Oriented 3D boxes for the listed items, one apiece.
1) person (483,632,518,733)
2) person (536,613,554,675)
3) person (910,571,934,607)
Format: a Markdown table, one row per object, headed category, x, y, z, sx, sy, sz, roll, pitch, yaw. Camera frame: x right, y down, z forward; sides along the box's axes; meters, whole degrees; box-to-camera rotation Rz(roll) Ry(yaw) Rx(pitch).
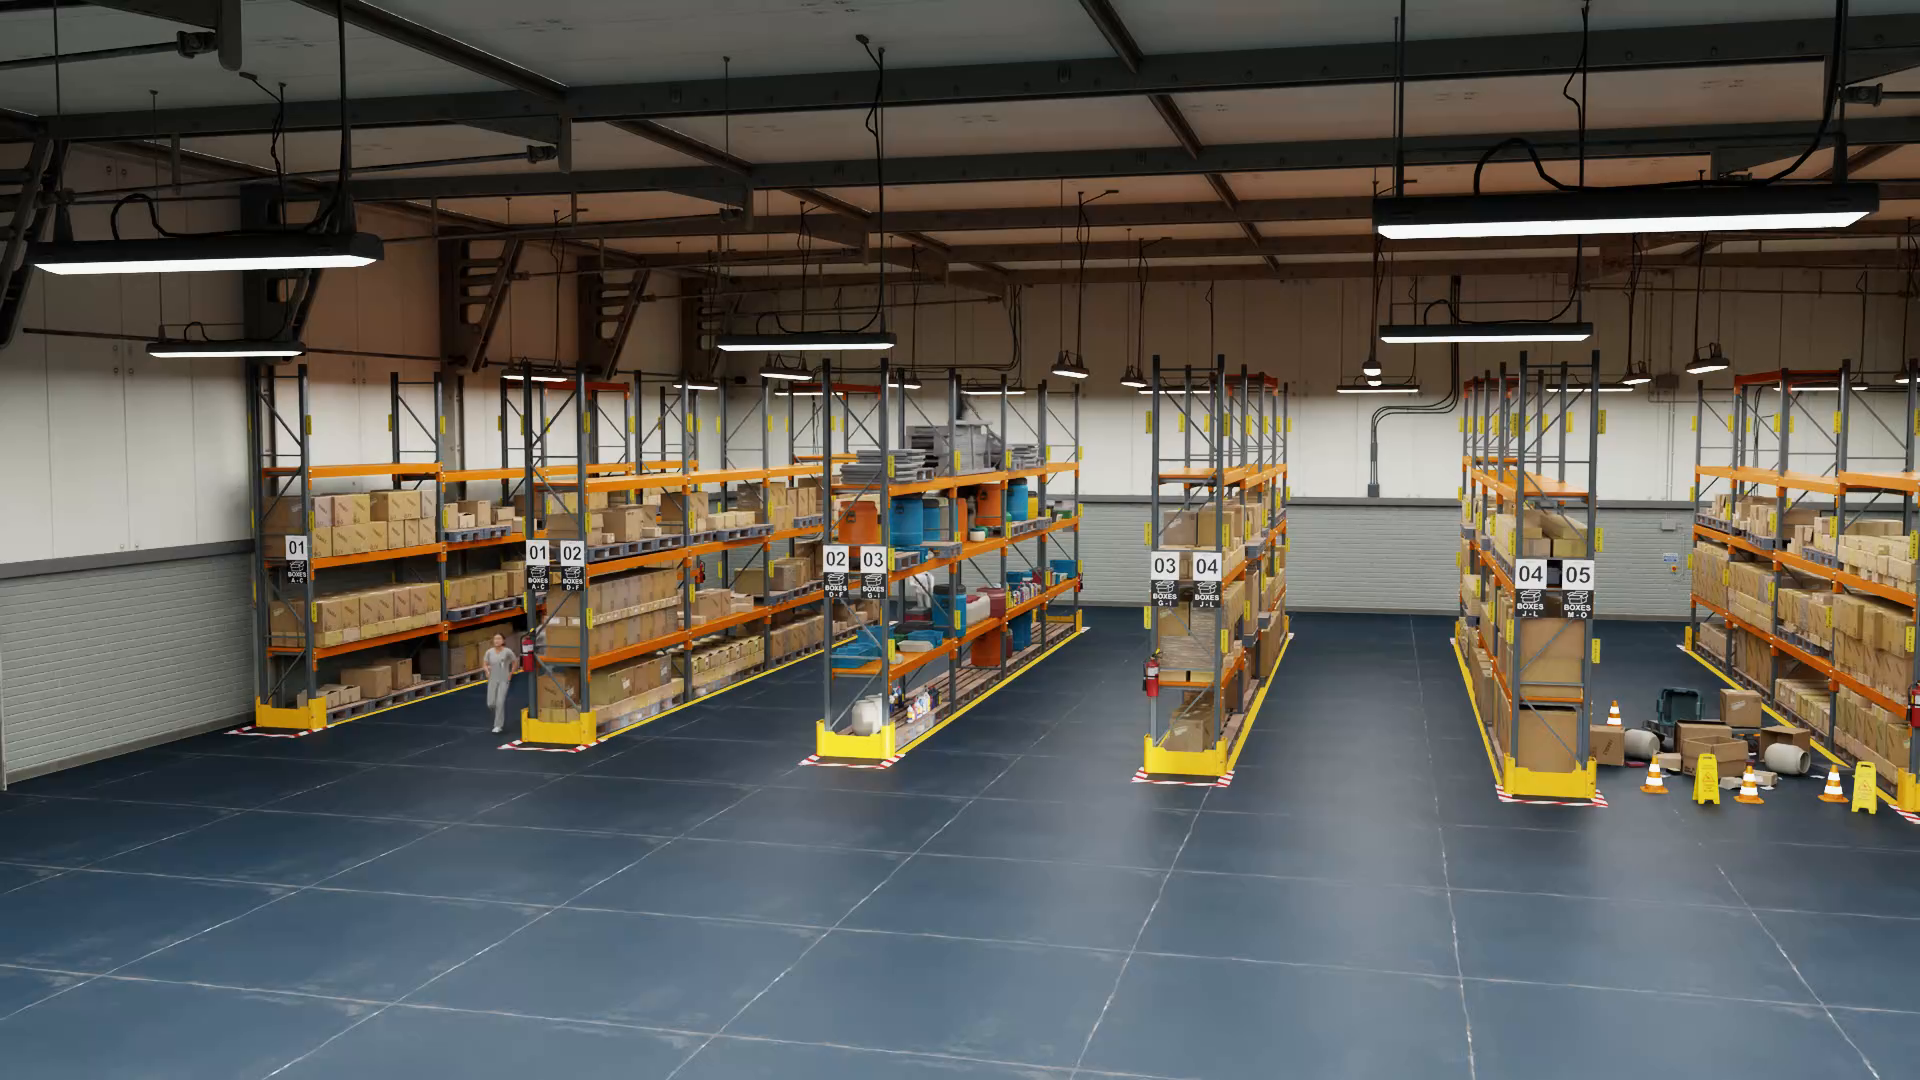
| category | x | y | z | sx | sy | sz | roll | pitch | yaw |
| --- | --- | --- | --- | --- | --- | --- | --- | --- | --- |
| person | -7.522 | 2.311 | 27.214 | 0.557 | 1.626 | 0.636 | 0 | 4 | -2 |
| person | -7.457 | 2.115 | 30.005 | 0.551 | 1.629 | 0.810 | 0 | 4 | 7 |
| person | -0.944 | 1.343 | 41.240 | 0.610 | 1.724 | 0.628 | 0 | 4 | -1 |
